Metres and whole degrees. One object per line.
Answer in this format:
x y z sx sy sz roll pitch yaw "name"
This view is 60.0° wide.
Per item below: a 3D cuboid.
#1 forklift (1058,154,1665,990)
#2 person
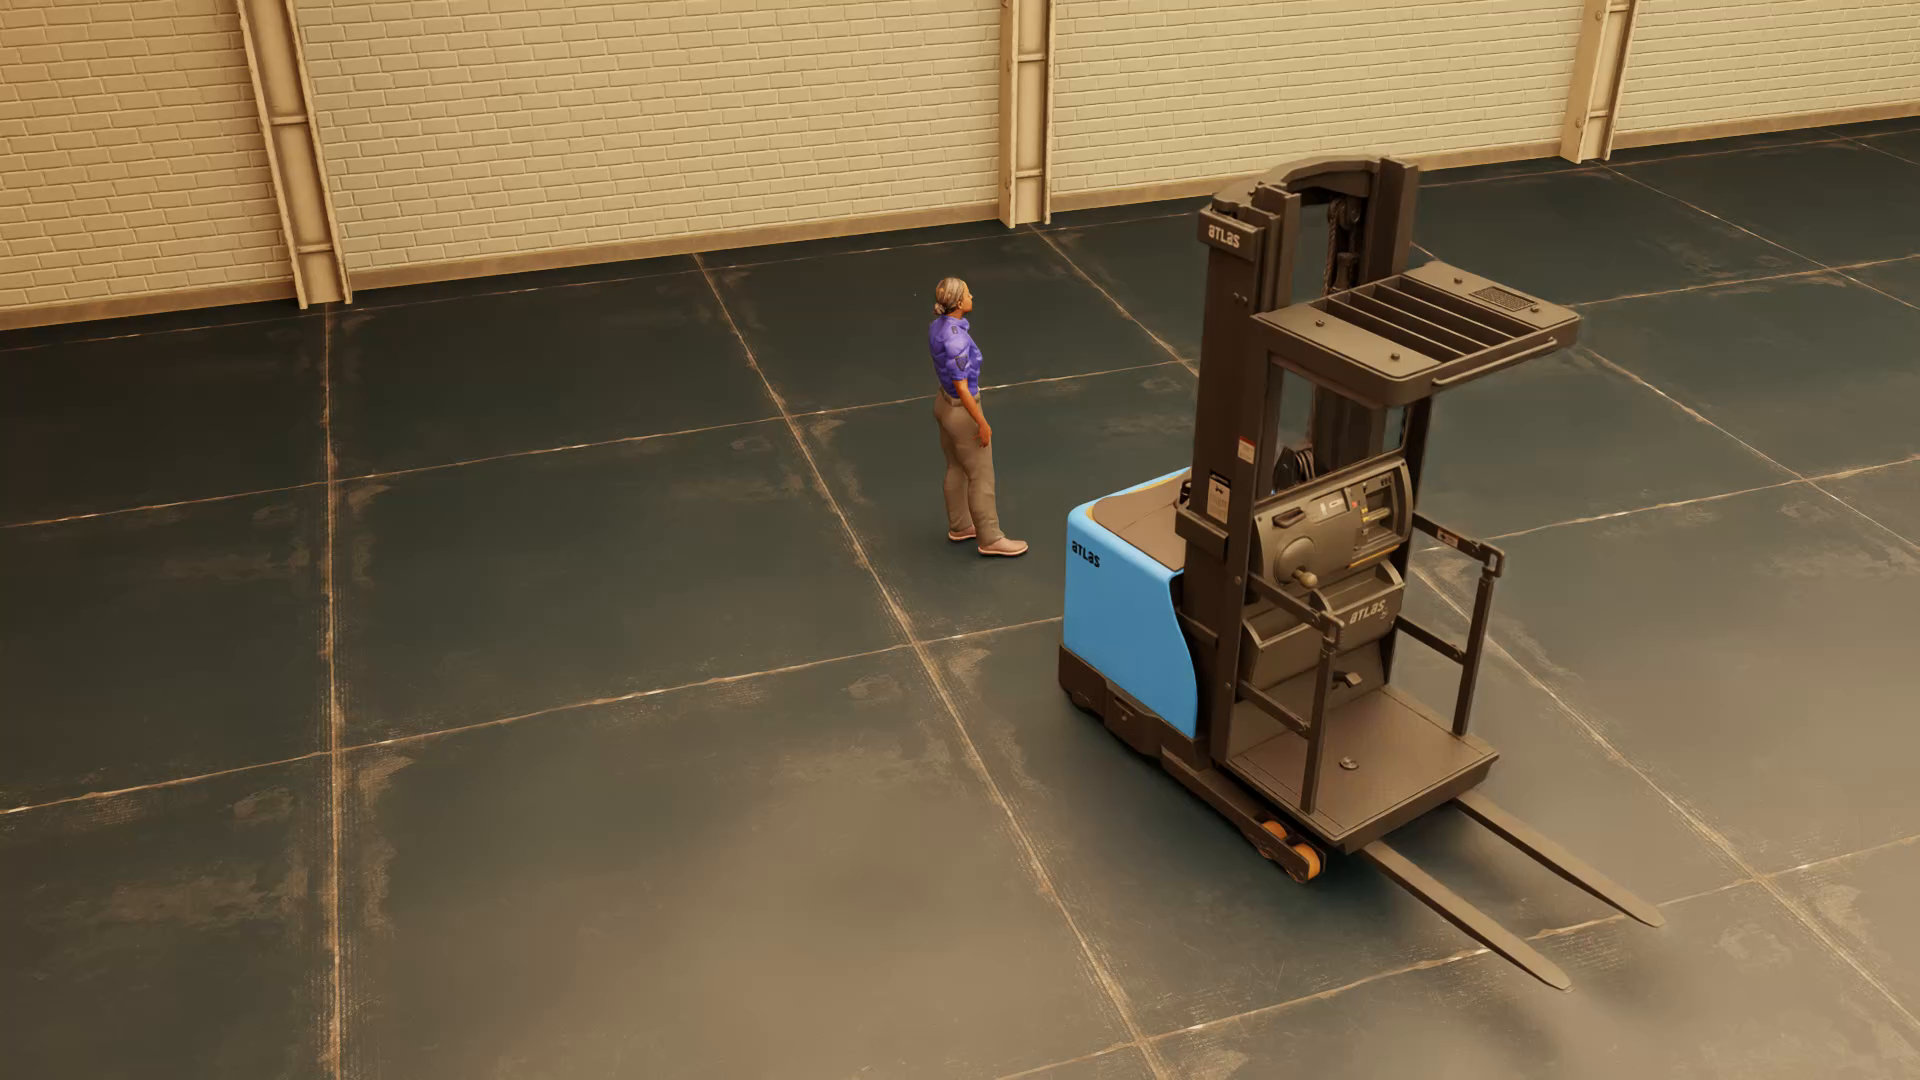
1.766 -0.027 7.135 1.130 2.935 3.031 -19 35 -30 "forklift"
0.090 -0.728 9.617 0.503 1.656 0.569 -10 31 -16 "person"
